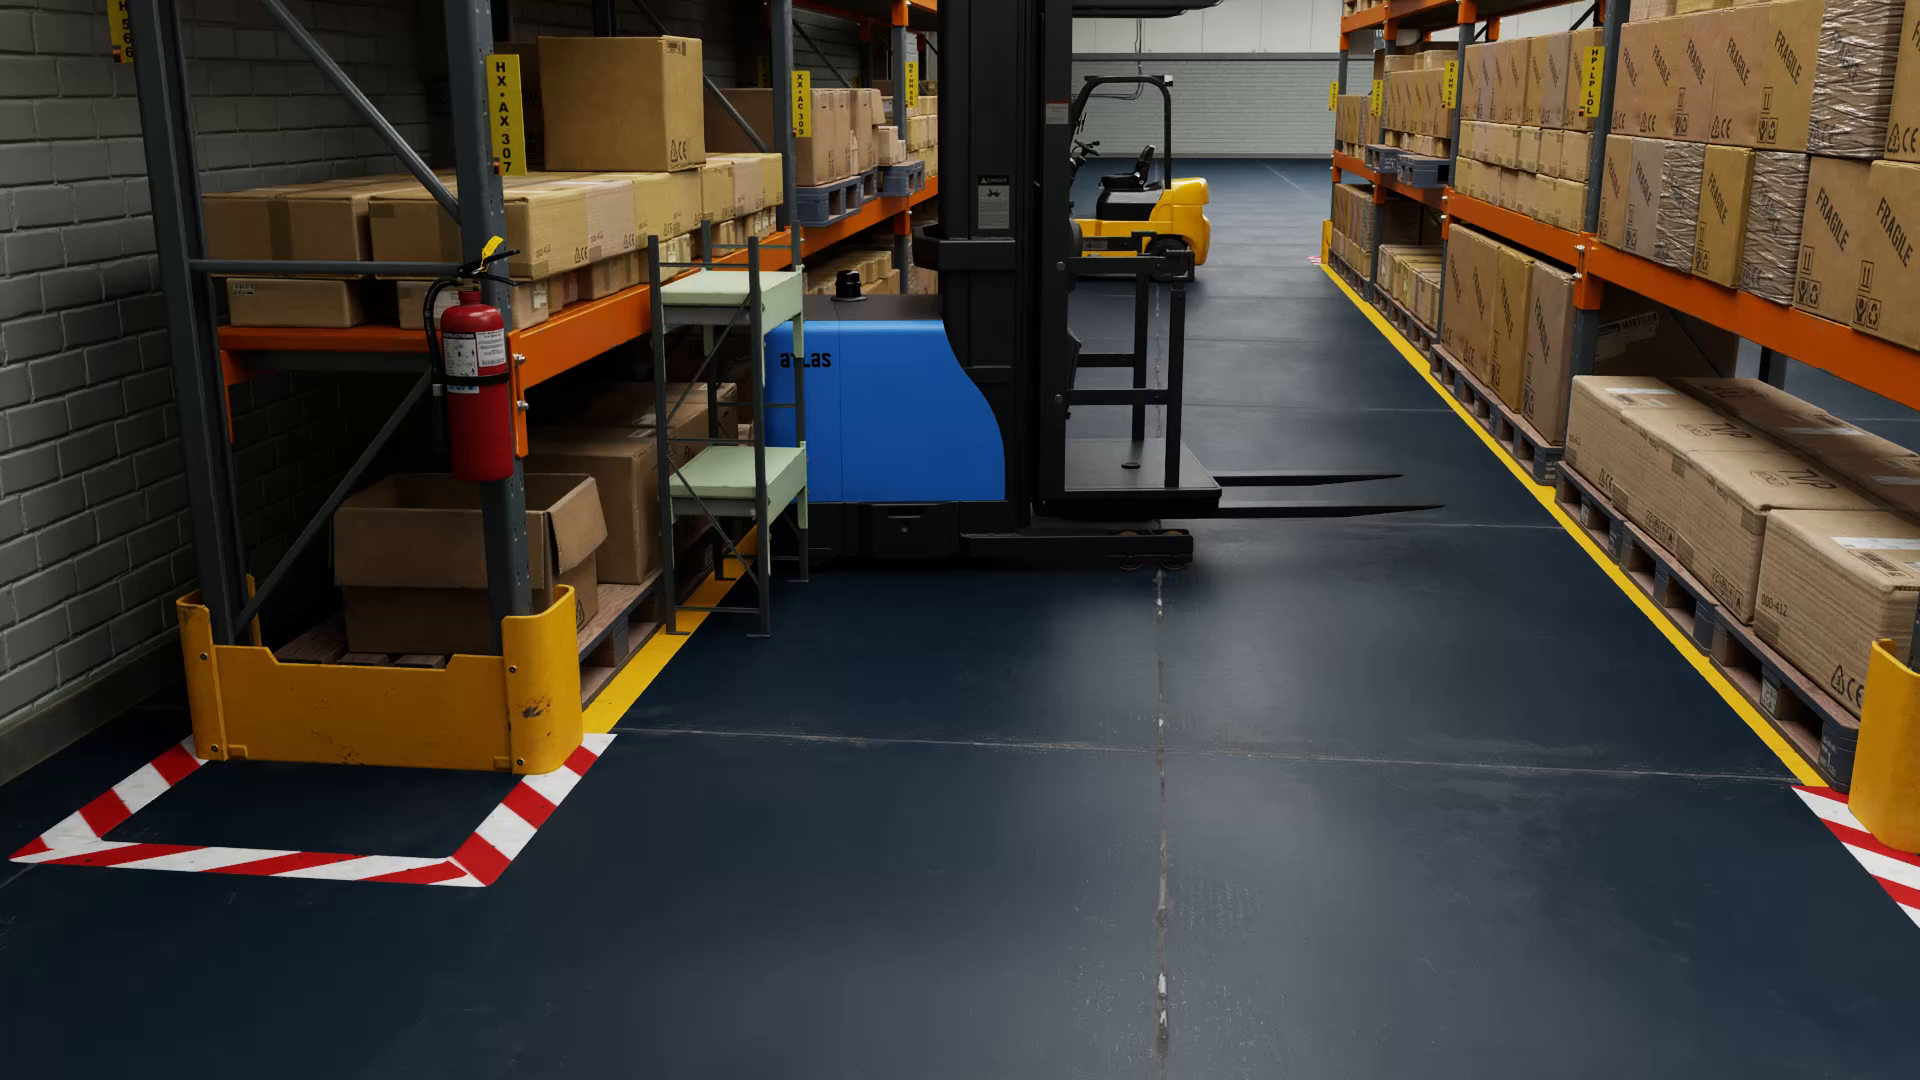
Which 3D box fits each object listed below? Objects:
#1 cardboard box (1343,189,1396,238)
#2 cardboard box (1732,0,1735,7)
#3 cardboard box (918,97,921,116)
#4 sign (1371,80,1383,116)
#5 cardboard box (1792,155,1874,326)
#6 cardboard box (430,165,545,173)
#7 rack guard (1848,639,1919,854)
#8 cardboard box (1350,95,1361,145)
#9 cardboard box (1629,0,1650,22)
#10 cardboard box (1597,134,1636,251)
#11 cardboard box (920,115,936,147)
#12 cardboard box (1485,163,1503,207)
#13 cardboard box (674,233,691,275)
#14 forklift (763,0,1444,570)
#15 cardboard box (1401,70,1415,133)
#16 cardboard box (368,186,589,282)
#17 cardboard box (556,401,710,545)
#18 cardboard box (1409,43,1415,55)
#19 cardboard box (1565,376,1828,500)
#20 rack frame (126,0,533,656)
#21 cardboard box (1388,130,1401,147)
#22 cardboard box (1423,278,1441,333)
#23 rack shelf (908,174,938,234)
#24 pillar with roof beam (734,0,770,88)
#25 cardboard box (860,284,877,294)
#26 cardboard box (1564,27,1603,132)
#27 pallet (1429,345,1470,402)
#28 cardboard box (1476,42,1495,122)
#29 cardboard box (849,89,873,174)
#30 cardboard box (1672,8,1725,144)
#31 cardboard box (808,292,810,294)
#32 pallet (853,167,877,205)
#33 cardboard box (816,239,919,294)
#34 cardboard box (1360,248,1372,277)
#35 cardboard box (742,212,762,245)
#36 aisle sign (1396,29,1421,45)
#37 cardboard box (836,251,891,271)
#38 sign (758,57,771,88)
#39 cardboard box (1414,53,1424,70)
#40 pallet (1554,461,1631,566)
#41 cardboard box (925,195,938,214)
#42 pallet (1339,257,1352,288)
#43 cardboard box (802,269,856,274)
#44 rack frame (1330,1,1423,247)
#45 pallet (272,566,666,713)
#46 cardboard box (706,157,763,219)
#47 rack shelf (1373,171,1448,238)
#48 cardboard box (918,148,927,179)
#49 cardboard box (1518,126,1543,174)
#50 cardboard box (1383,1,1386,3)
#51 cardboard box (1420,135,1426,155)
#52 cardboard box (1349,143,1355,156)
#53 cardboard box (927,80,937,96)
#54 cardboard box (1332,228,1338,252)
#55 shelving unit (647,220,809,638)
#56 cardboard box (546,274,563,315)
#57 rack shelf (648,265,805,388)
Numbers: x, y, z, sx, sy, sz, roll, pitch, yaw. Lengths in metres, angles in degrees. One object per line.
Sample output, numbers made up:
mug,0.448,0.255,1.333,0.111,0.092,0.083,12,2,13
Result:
cardboard box,4.448,-3.546,18.055,0.500,0.500,0.500,2,15,7
cardboard box,3.194,-2.106,6.354,0.380,0.149,0.250,2,15,6
cardboard box,-0.522,-3.492,13.395,0.380,0.149,0.250,2,15,7
sign,3.944,-4.176,15.700,0.100,0.325,0.005,2,15,6
cardboard box,2.993,-0.942,5.209,0.500,0.500,0.500,1,15,5
cardboard box,-1.835,-1.373,6.710,0.500,0.250,0.500,2,15,6
rack guard,3.128,0.581,4.554,1.175,0.500,0.348,2,15,6
cardboard box,4.446,-4.460,17.647,0.500,0.500,0.500,1,15,5
cardboard box,3.288,-2.439,7.585,0.380,0.149,0.250,1,15,5
cardboard box,3.268,-1.603,7.653,0.500,0.500,0.500,2,15,8
cardboard box,-0.472,-3.394,13.795,0.500,0.250,0.500,1,15,5
cardboard box,3.622,-2.245,10.505,0.500,0.250,0.500,2,15,8
cardboard box,-1.288,-1.134,6.592,0.380,0.149,0.250,2,15,8
forklift,0.622,-1.422,7.305,3.031,2.935,1.130,-1,15,-2
cardboard box,3.974,-3.634,13.789,0.500,0.500,0.500,1,15,4
cardboard box,-1.483,-0.958,5.175,0.500,0.250,0.500,2,15,7
cardboard box,-1.345,-0.283,6.948,0.500,0.500,0.500,2,15,7
cardboard box,4.829,-4.658,16.465,0.700,0.500,0.500,2,15,7
cardboard box,3.404,-0.475,7.777,0.875,0.438,0.875,1,15,5
rack frame,-1.802,-0.777,4.788,1.000,3.000,0.127,2,15,6
cardboard box,4.071,-3.627,15.005,0.380,0.149,0.250,2,15,7
cardboard box,4.107,-1.787,12.754,0.950,0.372,0.625,1,15,2
rack shelf,-0.674,-3.023,14.474,1.077,0.370,4.000,2,15,6
pillar with roof beam,2.630,-5.986,12.558,9.100,9.000,0.400,2,15,6
cardboard box,-0.857,-1.466,11.323,0.500,0.500,0.500,2,15,9
cardboard box,3.383,-2.323,8.400,0.500,0.500,0.500,2,15,8
pallet,3.869,-1.158,11.541,1.003,0.211,1.213,2,15,6
cardboard box,3.688,-2.988,10.858,0.500,0.500,0.500,2,15,6
cardboard box,-0.927,-2.522,10.246,0.700,0.500,0.500,2,15,6
cardboard box,3.155,-1.820,6.540,0.500,0.500,0.500,2,15,7
cardboard box,-1.074,-1.350,9.648,0.380,0.149,0.250,1,15,3
pallet,-1.114,-2.255,10.621,1.003,0.211,1.213,2,15,6
cardboard box,-0.815,-2.069,13.314,0.875,0.625,0.625,2,15,8
cardboard box,4.284,-2.781,16.662,0.500,0.250,0.500,2,15,9
cardboard box,-1.149,-1.467,7.820,0.380,0.149,0.250,2,15,8
aisle sign,5.231,-6.044,19.286,0.394,0.787,0.004,2,15,6
cardboard box,-0.703,-2.025,12.147,0.380,0.149,0.250,1,15,4
sign,-1.451,-3.426,12.368,0.100,0.325,0.005,2,15,6
cardboard box,4.060,-4.055,14.104,0.380,0.149,0.250,3,15,9
pallet,3.418,-0.128,7.731,1.003,0.211,1.213,2,15,6
cardboard box,-0.082,-3.363,16.902,0.500,0.250,0.500,1,15,5
pallet,4.660,-2.890,17.947,1.003,0.211,1.213,2,15,6
cardboard box,-0.881,-1.682,10.878,0.380,0.149,0.250,1,15,4
rack frame,4.936,-4.781,19.598,1.000,3.000,0.127,2,15,6
pallet,-1.705,0.343,5.990,1.003,0.211,1.213,2,15,6
cardboard box,-1.208,-1.616,7.608,0.500,0.250,0.500,2,15,6
rack shelf,4.259,-2.878,13.937,1.077,0.370,4.000,2,15,6
cardboard box,-0.545,-3.017,13.362,0.500,0.250,0.500,1,15,5
cardboard box,3.491,-2.224,9.469,0.500,0.250,0.500,2,15,8
cardboard box,4.216,-5.162,15.739,0.380,0.149,0.250,2,15,7
cardboard box,3.815,-3.083,12.995,0.380,0.149,0.250,1,15,4
cardboard box,4.497,-4.313,18.348,0.380,0.149,0.250,2,15,8
cardboard box,-0.117,-4.468,16.435,0.380,0.149,0.250,2,15,7
cardboard box,4.570,-3.456,19.158,0.500,0.250,0.500,2,15,6
shelving unit,-0.877,-0.456,6.472,0.431,1.500,0.755,2,15,6
cardboard box,-1.510,-0.800,5.355,0.380,0.149,0.250,2,15,8
rack shelf,-0.876,-0.832,6.370,0.431,0.370,0.720,2,15,6
